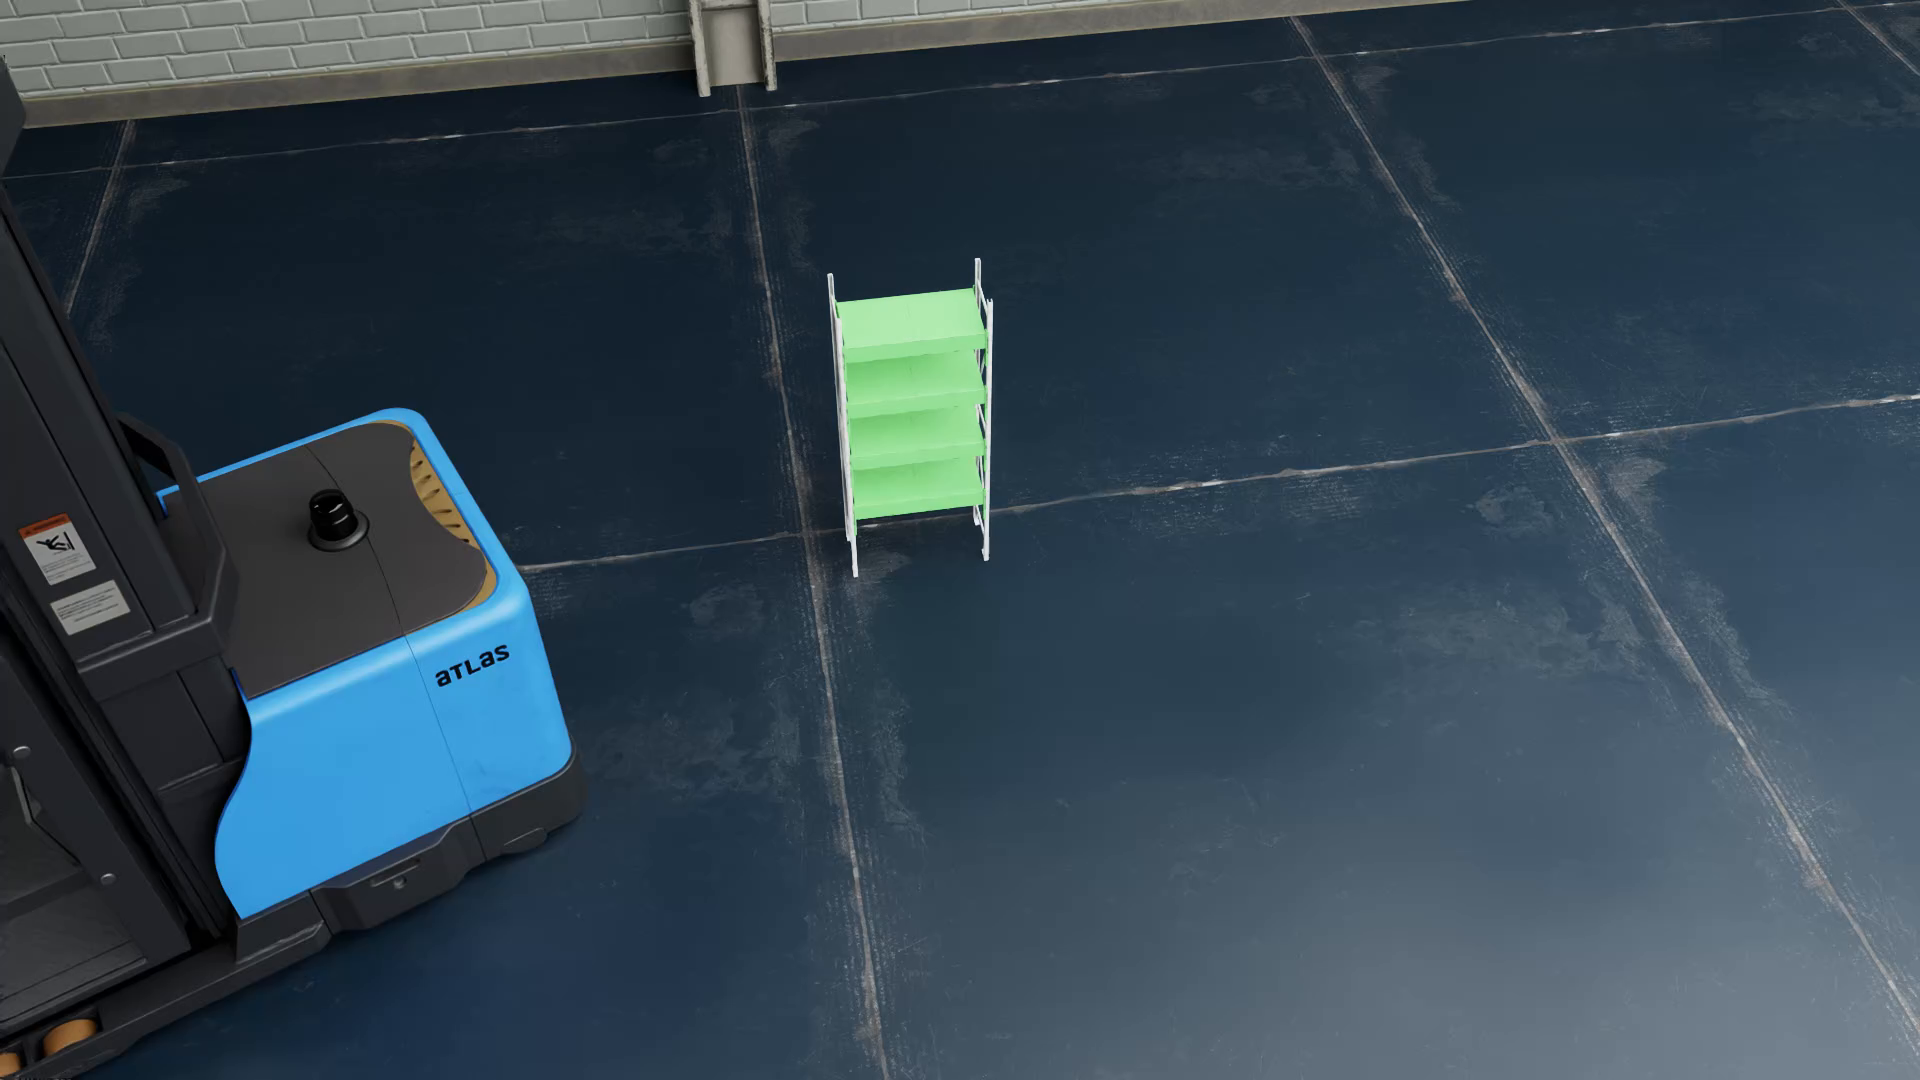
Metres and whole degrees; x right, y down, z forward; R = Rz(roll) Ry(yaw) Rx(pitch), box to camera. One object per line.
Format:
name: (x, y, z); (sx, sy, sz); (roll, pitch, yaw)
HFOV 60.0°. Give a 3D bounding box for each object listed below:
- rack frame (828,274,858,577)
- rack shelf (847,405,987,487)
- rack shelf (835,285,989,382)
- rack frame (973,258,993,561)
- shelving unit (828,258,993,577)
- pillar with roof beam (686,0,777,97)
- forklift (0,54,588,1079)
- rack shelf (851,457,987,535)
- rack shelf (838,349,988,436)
rack frame: (-0.404, -0.366, 5.769); (0.015, 1.200, 0.240); (-7, 46, -7)
rack shelf: (-0.163, -0.352, 5.844); (0.480, 0.148, 0.258); (-7, 46, -7)
rack shelf: (-0.163, -0.685, 5.499); (0.480, 0.148, 0.258); (-7, 46, -7)
rack frame: (0.077, -0.426, 5.827); (0.015, 1.200, 0.240); (-7, 46, -7)
shelving unit: (-0.163, -0.396, 5.798); (0.503, 1.200, 0.258); (-7, 46, -7)
pillar with roof beam: (-0.416, -2.443, 2.354); (0.400, 9.000, 9.100); (-7, 46, -7)
forklift: (-2.717, 0.151, 4.069); (3.031, 2.935, 1.130); (-24, 51, -22)
rack shelf: (-0.163, -0.185, 6.017); (0.480, 0.148, 0.258); (-7, 46, -7)
rack shelf: (-0.163, -0.518, 5.671); (0.480, 0.148, 0.258); (-7, 46, -7)
